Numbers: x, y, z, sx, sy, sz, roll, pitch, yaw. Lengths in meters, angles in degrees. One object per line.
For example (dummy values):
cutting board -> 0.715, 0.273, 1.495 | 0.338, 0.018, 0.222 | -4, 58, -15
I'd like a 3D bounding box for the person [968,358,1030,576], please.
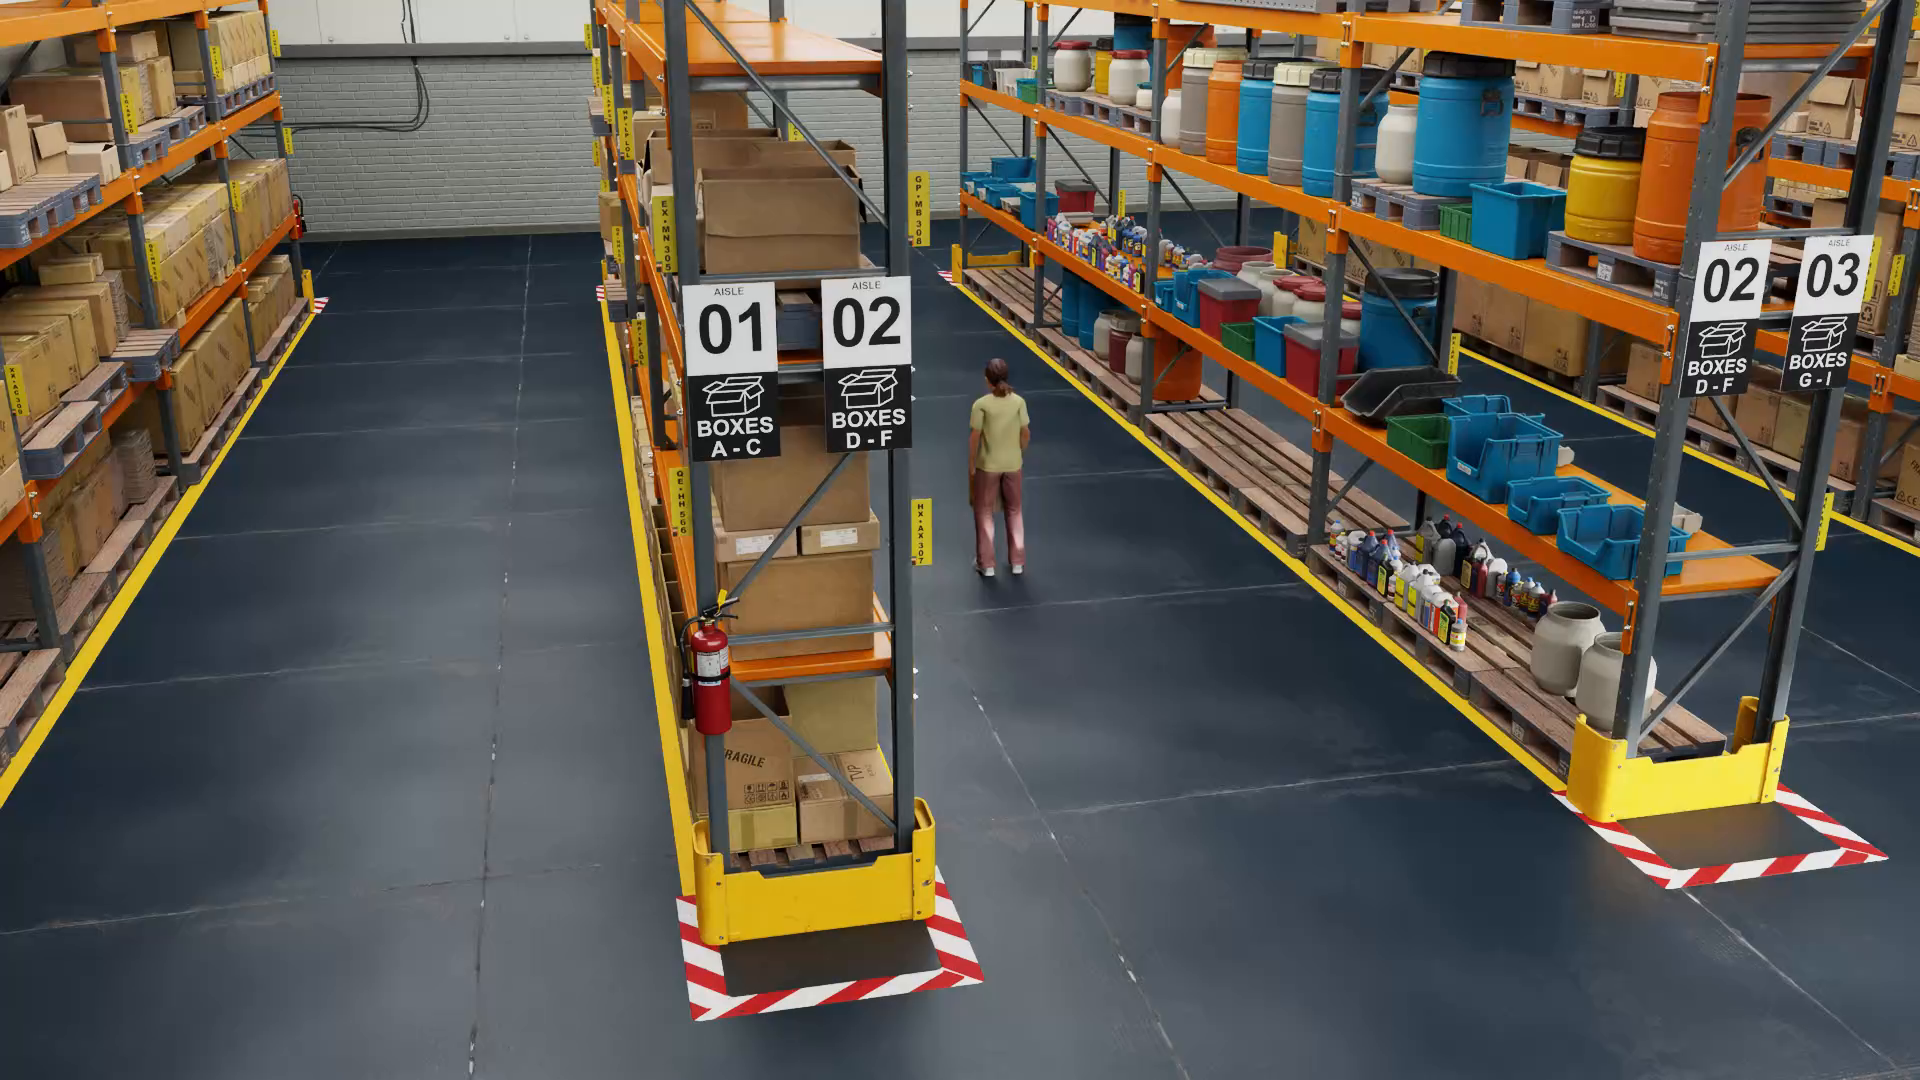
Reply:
person -> 0.285, -0.550, 12.608 | 0.480, 1.673, 0.362 | -5, 20, -14
